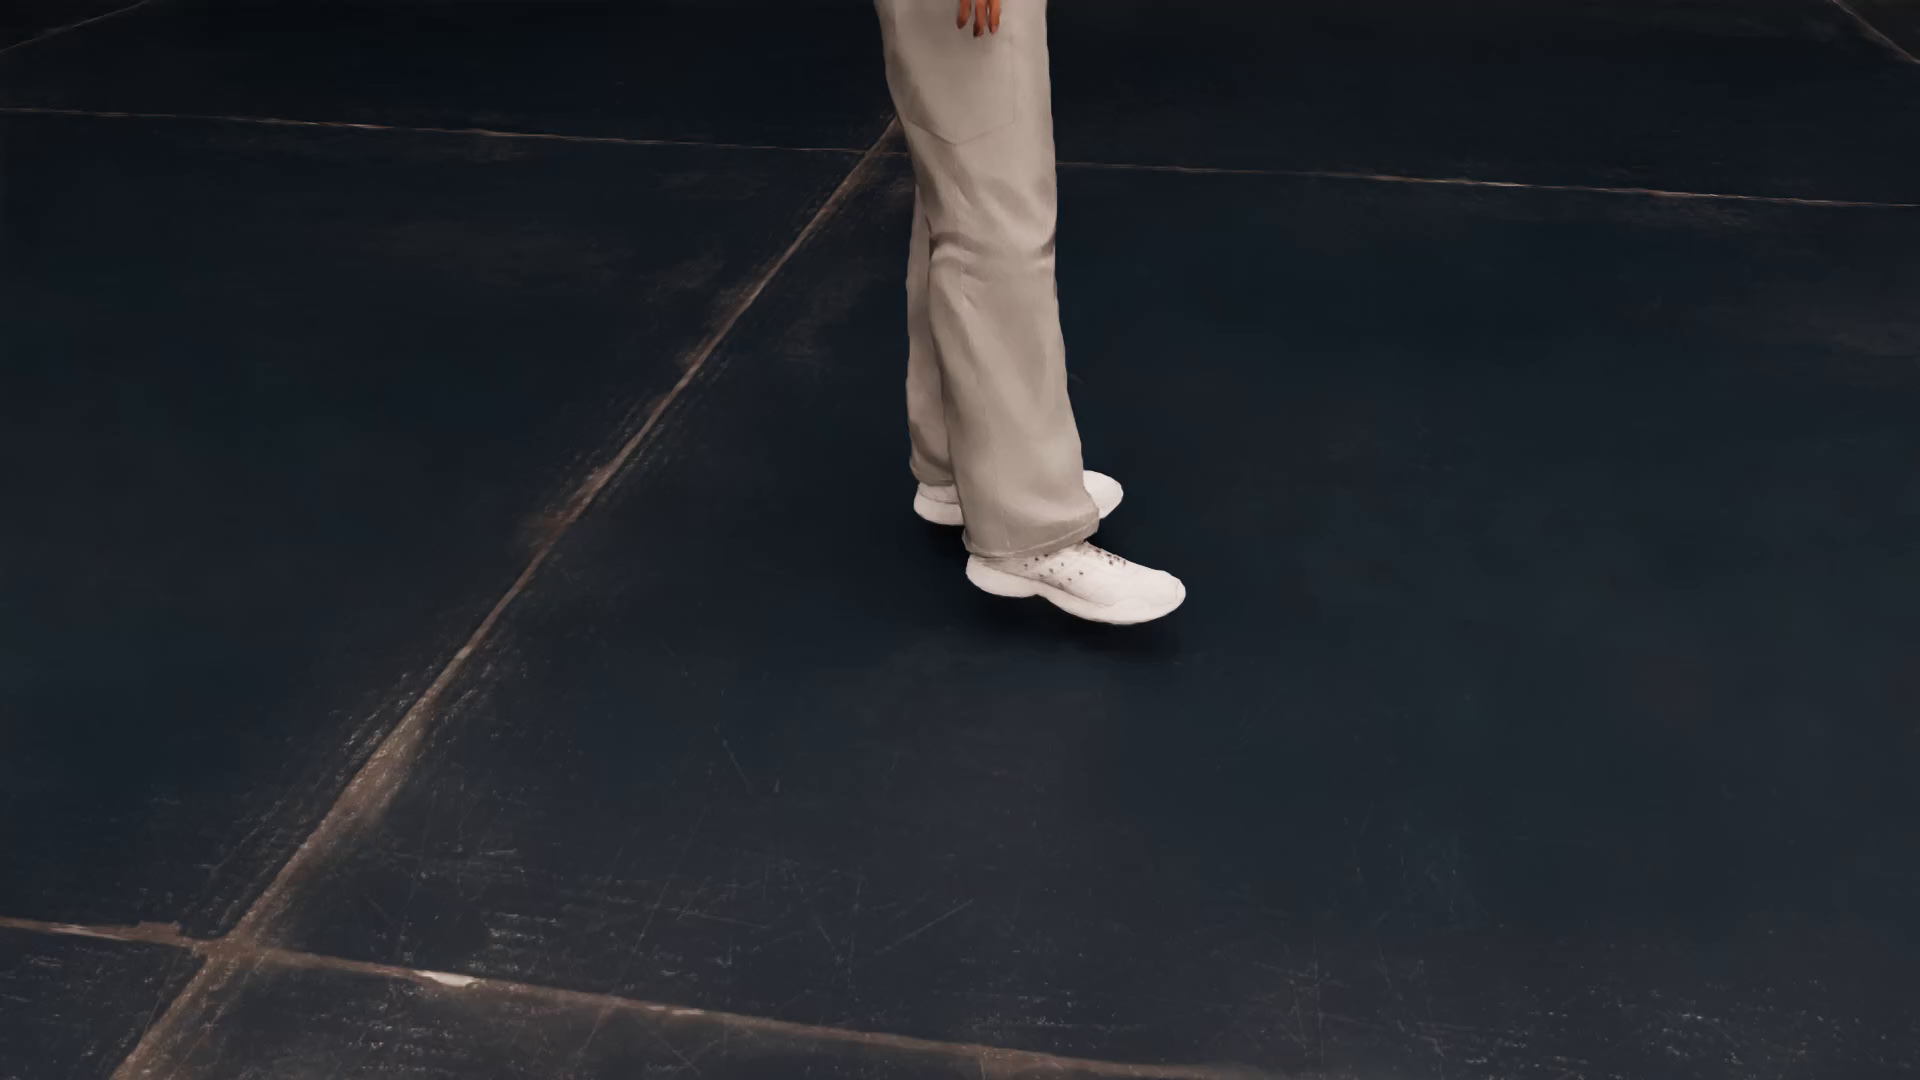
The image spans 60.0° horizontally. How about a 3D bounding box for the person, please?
[{"bbox_3d":[0.070,-0.761,2.048,0.549,1.673,0.550,5,29,9],"label":"person"}]
